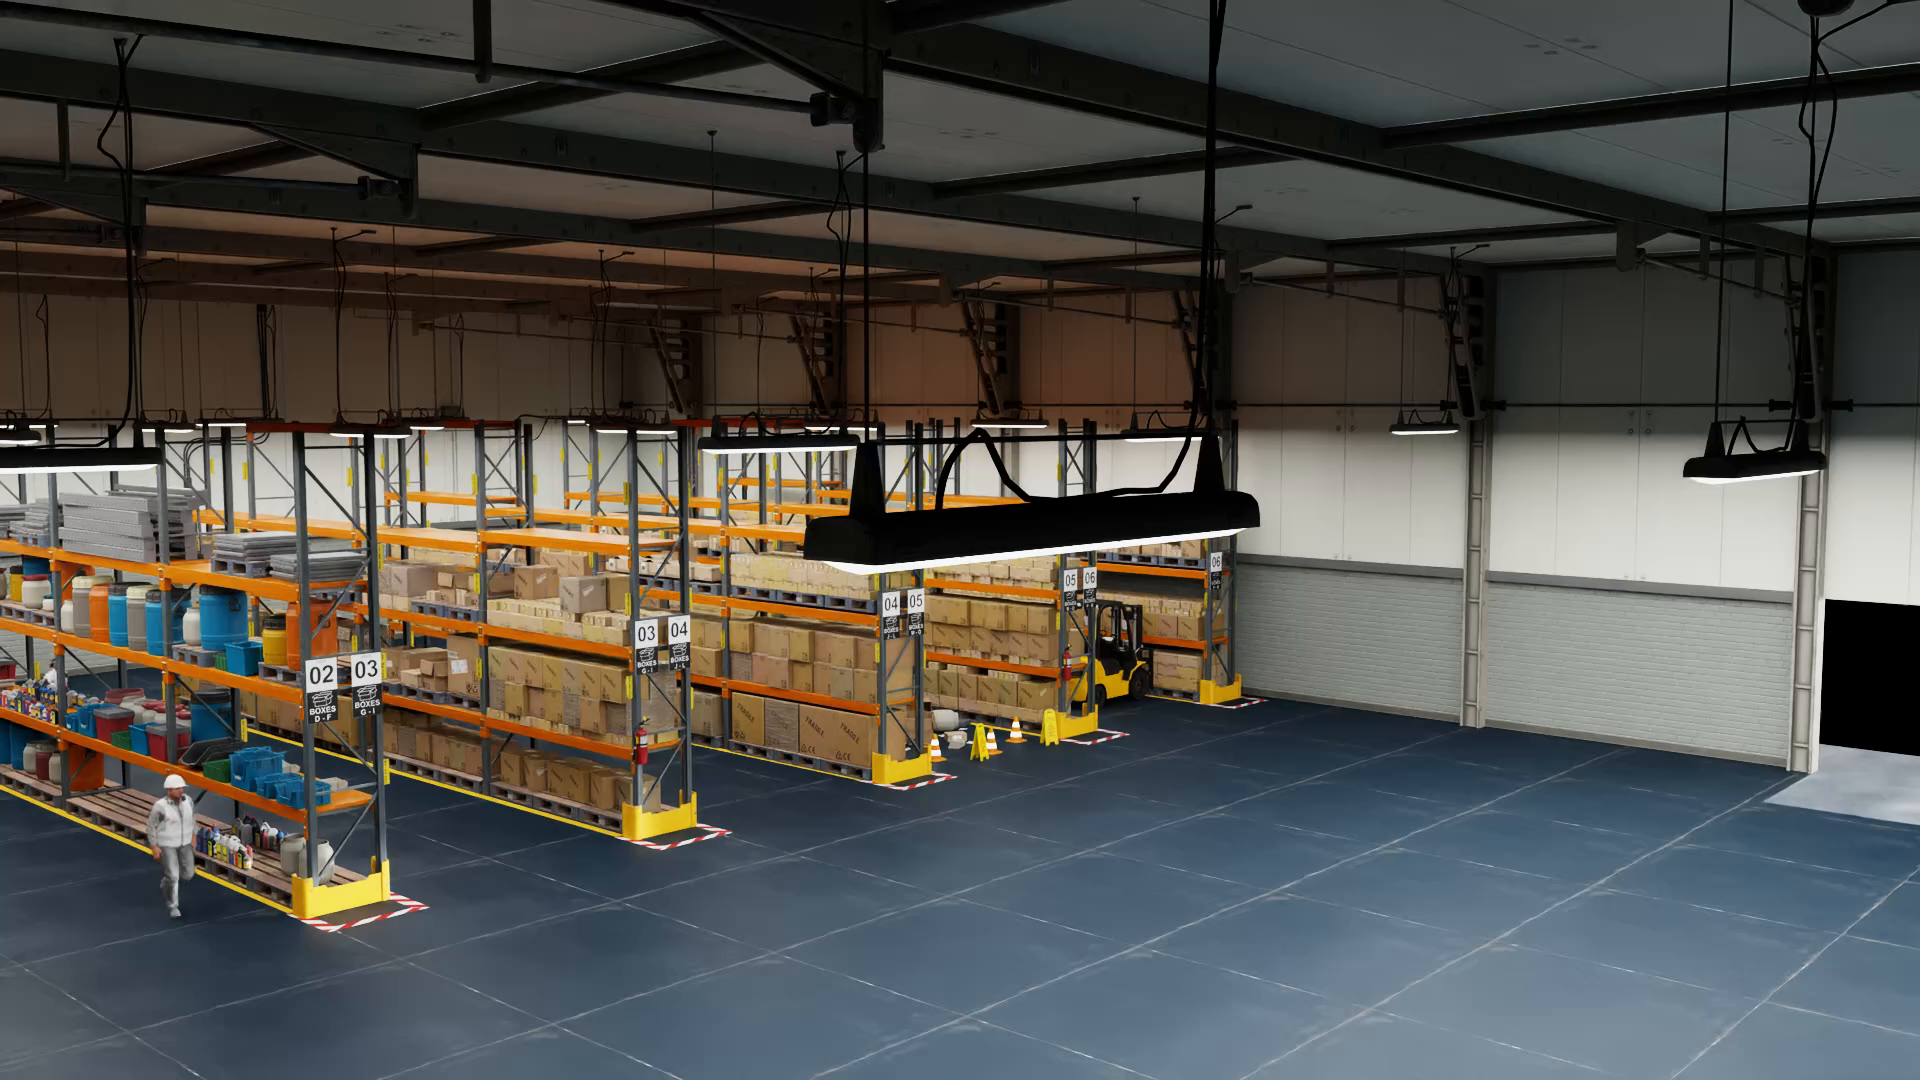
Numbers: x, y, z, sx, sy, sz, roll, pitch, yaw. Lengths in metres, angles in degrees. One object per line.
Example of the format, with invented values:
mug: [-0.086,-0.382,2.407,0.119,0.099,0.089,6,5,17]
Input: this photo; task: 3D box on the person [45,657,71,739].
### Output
person: [-16.830,2.960,31.012,0.454,1.613,1.034,-5,7,-45]

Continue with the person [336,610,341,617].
person: [-14.926,2.287,39.542,0.452,1.592,1.006,-2,5,-20]

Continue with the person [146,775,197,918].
person: [-9.838,3.771,20.712,0.638,1.756,0.624,3,6,33]
